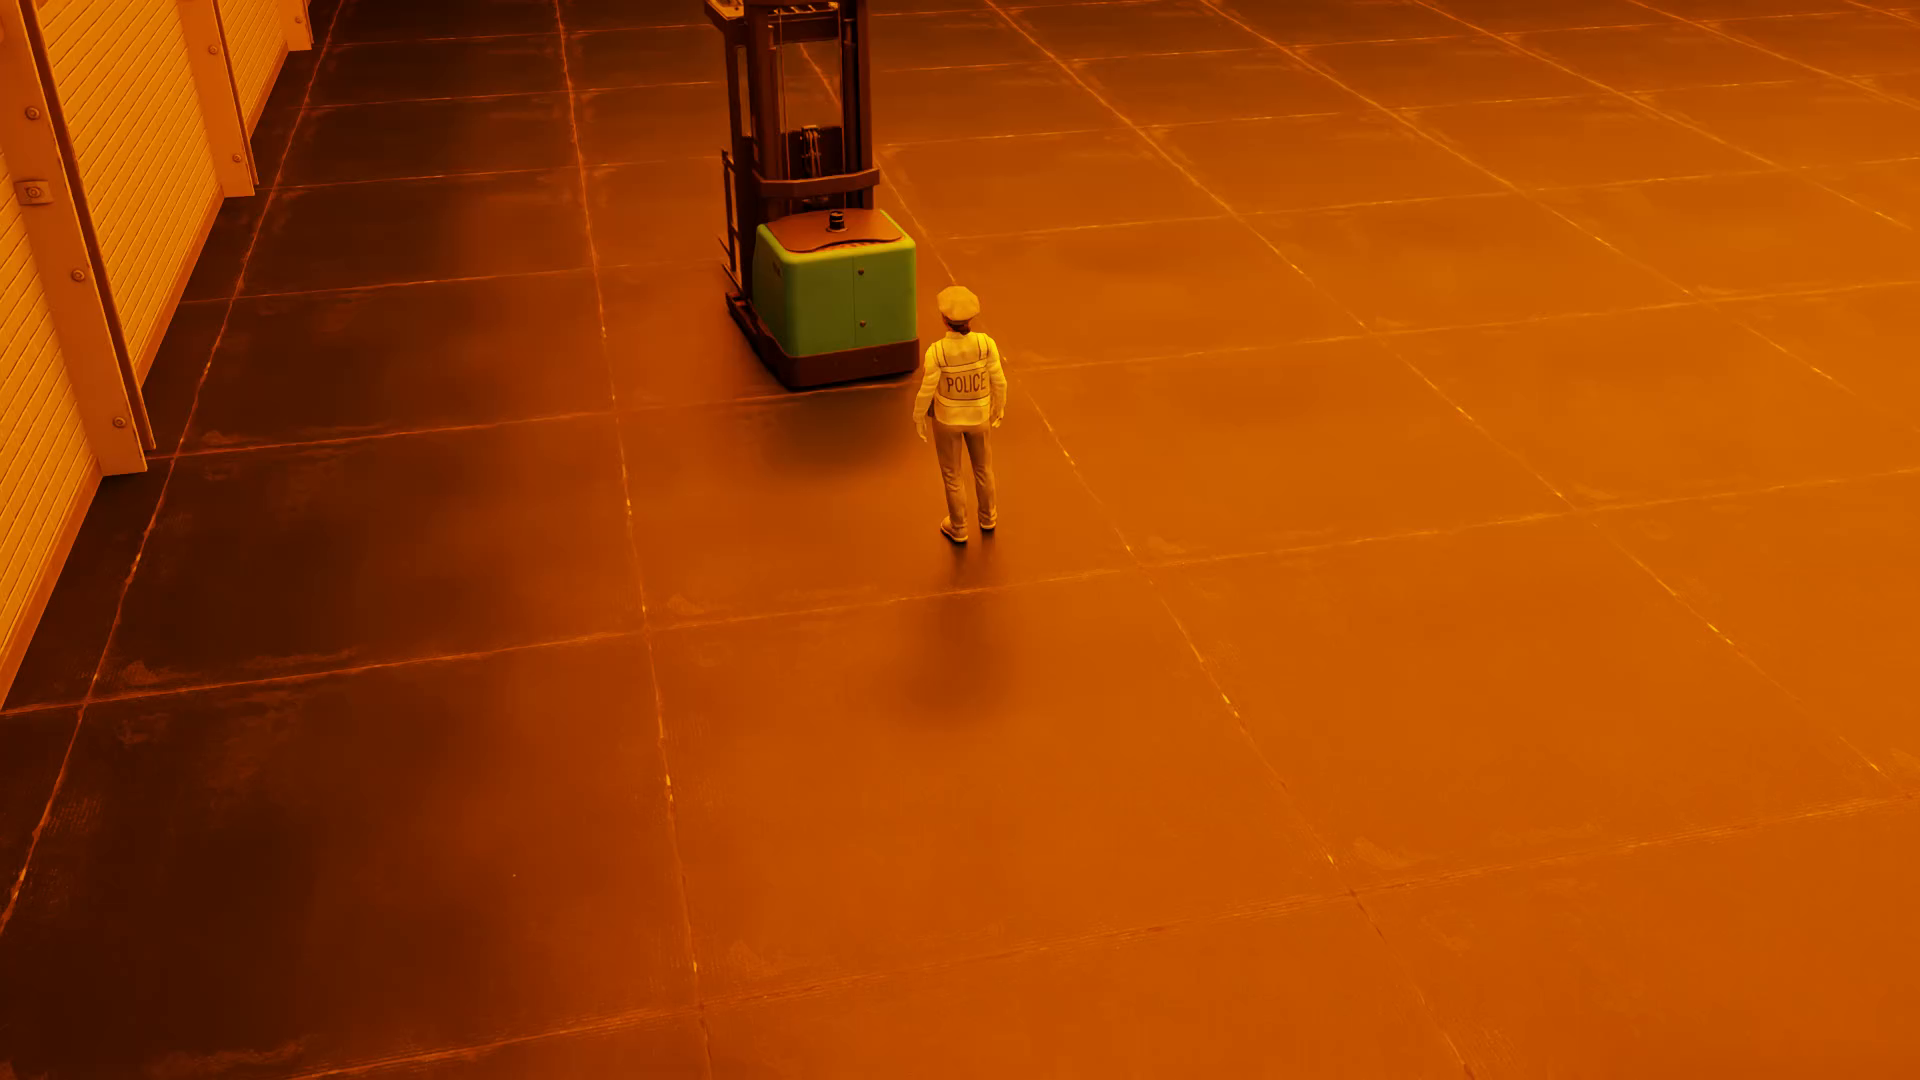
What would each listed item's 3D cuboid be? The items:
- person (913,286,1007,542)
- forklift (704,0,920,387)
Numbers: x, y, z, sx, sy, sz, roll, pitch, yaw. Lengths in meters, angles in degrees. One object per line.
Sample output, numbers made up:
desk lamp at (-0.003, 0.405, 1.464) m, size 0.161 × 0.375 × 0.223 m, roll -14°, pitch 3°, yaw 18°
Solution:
person at (-0.009, -0.774, 10.131) m, size 0.586 × 1.694 × 0.530 m, roll -7°, pitch 31°, yaw -12°
forklift at (-1.295, -3.124, 12.970) m, size 1.130 × 2.935 × 3.031 m, roll -11°, pitch 32°, yaw -18°
